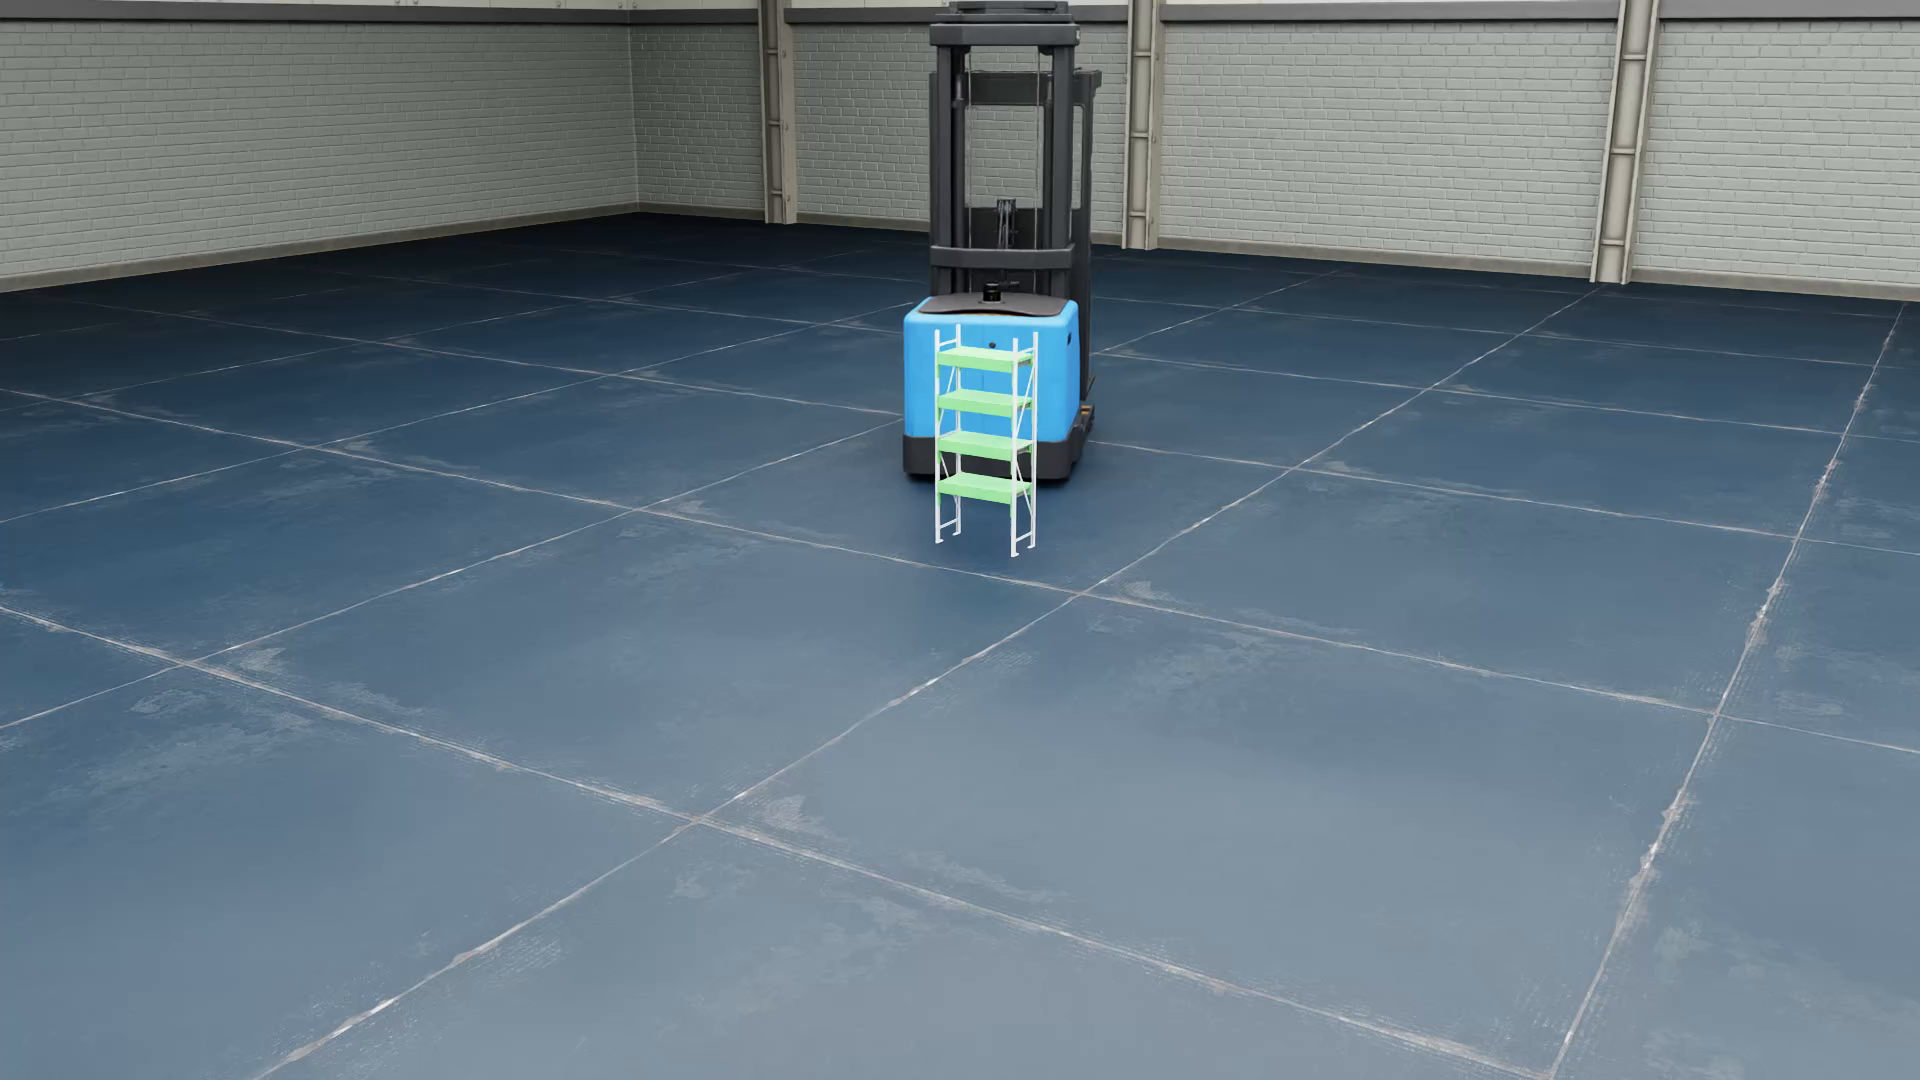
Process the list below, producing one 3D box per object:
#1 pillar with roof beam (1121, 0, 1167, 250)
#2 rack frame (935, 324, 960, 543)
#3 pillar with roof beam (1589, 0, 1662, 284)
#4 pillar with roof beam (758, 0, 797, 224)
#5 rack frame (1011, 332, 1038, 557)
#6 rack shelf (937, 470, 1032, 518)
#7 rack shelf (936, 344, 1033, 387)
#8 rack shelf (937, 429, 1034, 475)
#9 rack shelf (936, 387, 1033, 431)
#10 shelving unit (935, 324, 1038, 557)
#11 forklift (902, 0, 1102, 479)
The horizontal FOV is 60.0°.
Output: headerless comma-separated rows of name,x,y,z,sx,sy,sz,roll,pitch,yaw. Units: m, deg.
pillar with roof beam,0.150,-7.142,17.410,0.400,9.000,9.100,10,20,30
rack frame,-0.067,-0.586,9.246,0.015,1.200,0.240,10,20,30
pillar with roof beam,5.263,-6.229,14.406,0.400,9.000,9.100,10,20,30
pillar with roof beam,-4.963,-8.055,20.415,0.400,9.000,9.100,10,20,30
rack frame,0.349,-0.512,9.002,0.015,1.200,0.240,10,20,30
rack shelf,0.141,-0.258,9.212,0.480,0.148,0.258,10,20,30
rack shelf,0.141,-0.947,9.003,0.480,0.148,0.258,10,20,30
rack shelf,0.141,-0.488,9.142,0.480,0.148,0.258,10,20,30
rack shelf,0.141,-0.717,9.073,0.480,0.148,0.258,10,20,30
shelving unit,0.141,-0.549,9.124,0.503,1.200,0.258,10,20,30
forklift,0.376,-2.166,11.470,1.130,2.935,3.031,3,17,9
